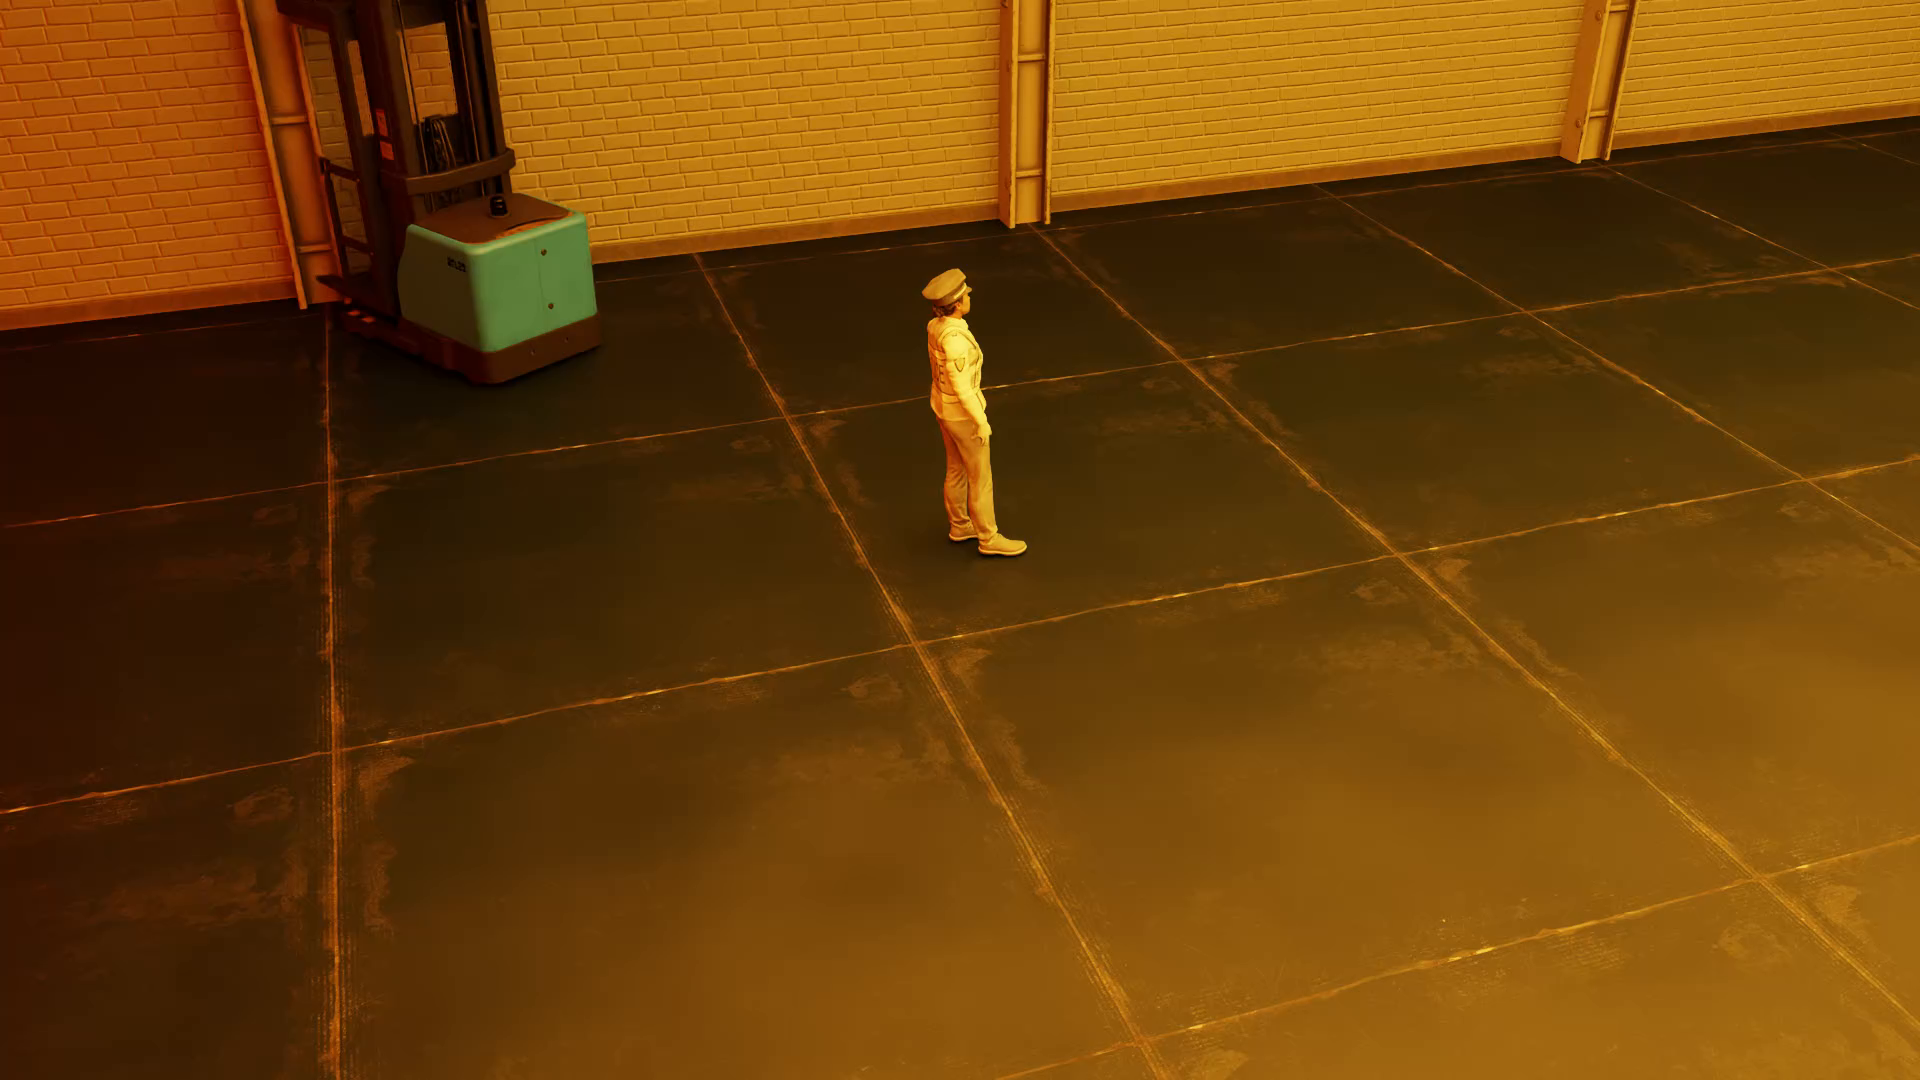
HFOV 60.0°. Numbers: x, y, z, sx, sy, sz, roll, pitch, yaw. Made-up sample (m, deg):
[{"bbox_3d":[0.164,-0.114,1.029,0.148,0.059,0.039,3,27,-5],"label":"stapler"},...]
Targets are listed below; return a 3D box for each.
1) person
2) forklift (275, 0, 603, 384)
[{"bbox_3d":[0.067,-0.749,9.613,0.531,1.695,0.588,-10,31,-16],"label":"person"},{"bbox_3d":[-4.125,-2.984,12.273,3.031,2.935,1.130,23,37,34],"label":"forklift"}]
